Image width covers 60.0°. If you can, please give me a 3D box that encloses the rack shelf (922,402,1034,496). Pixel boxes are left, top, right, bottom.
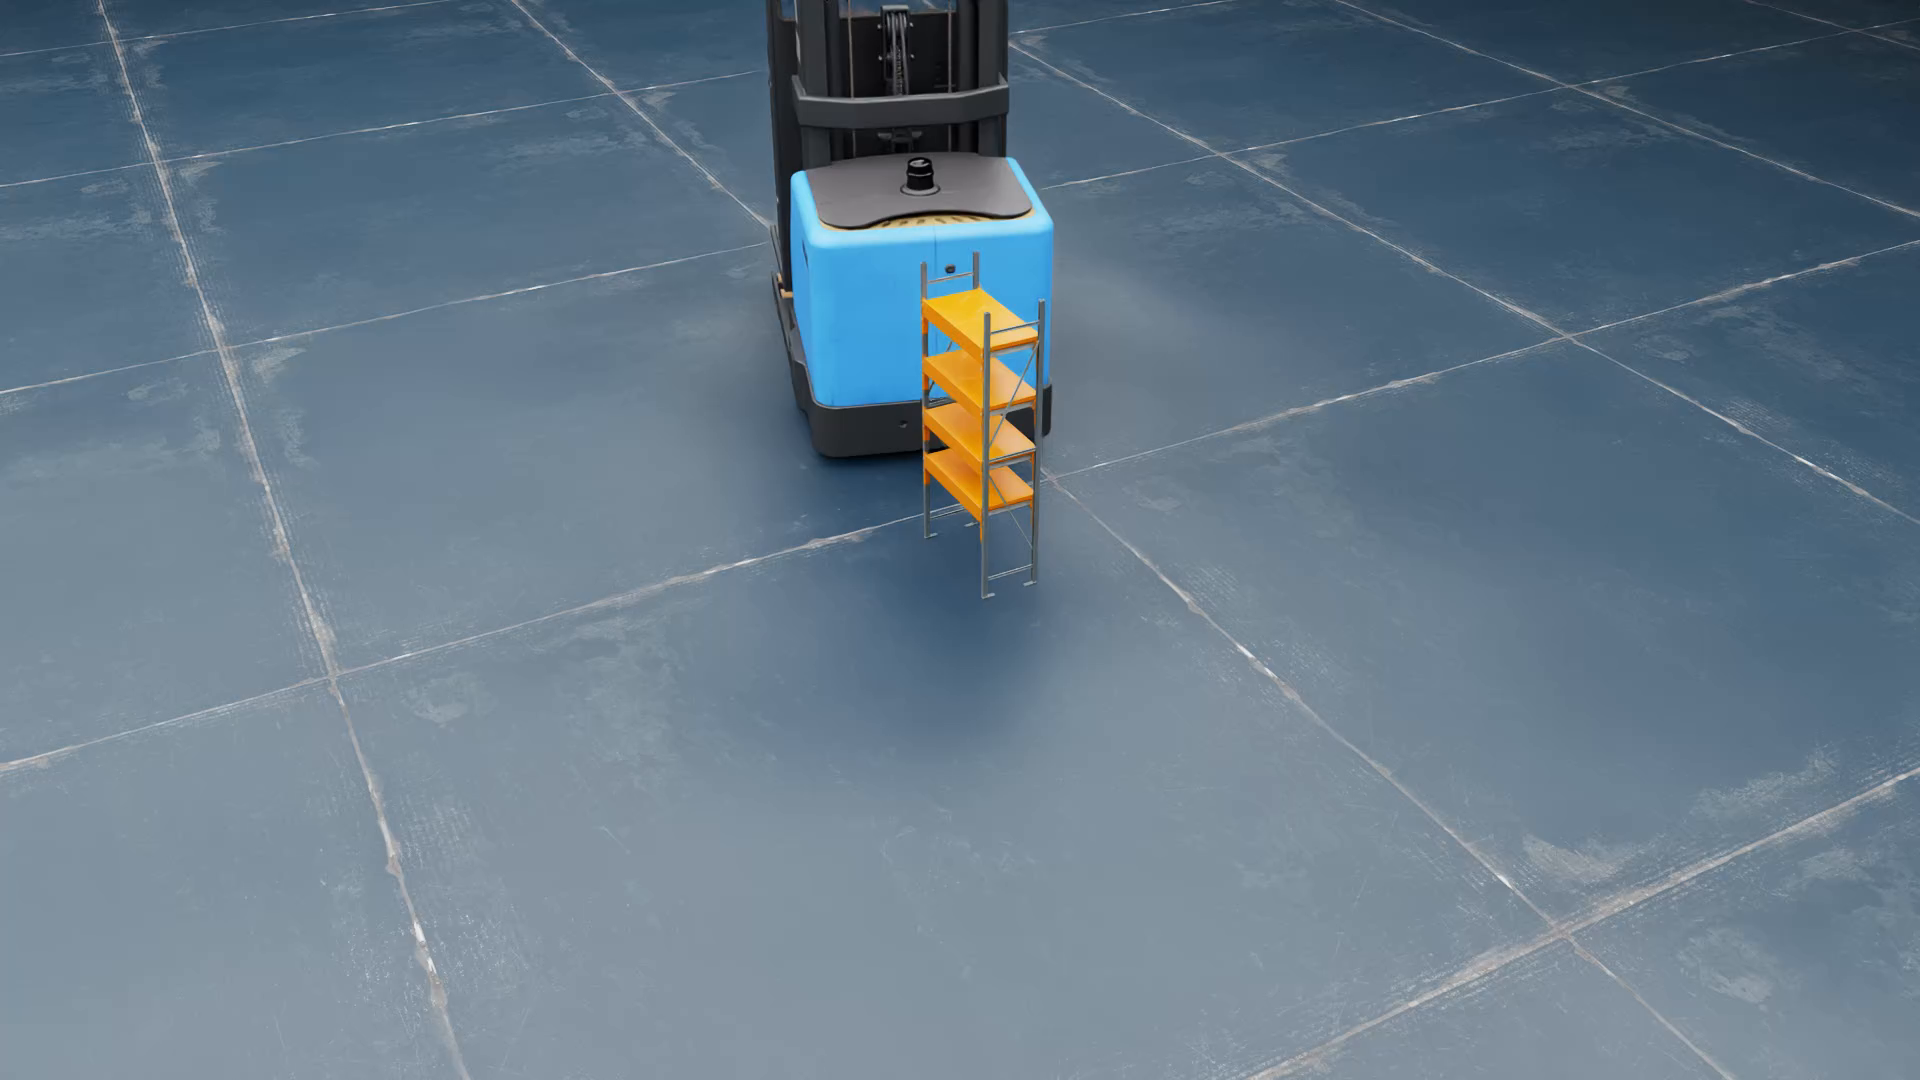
[{"bbox_3d":[0.077,-0.370,6.339,0.258,0.148,0.480,-16,36,-23],"label":"rack shelf"}]

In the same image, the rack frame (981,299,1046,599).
[{"bbox_3d":[0.191,-0.310,6.121,0.240,1.200,0.015,-16,36,-23],"label":"rack frame"}]

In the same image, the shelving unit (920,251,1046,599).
[{"bbox_3d":[0.077,-0.426,6.303,0.258,1.200,0.503,-16,36,-23],"label":"shelving unit"}]

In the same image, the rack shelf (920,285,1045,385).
[{"bbox_3d":[0.077,-0.757,6.091,0.258,0.148,0.480,-16,36,-23],"label":"rack shelf"}]

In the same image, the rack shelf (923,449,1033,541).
[{"bbox_3d":[0.077,-0.202,6.446,0.258,0.148,0.480,-16,36,-23],"label":"rack shelf"}]

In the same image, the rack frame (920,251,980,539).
[{"bbox_3d":[-0.037,-0.543,6.485,0.240,1.200,0.015,-16,36,-23],"label":"rack frame"}]

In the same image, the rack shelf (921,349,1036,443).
[{"bbox_3d":[0.077,-0.558,6.219,0.258,0.148,0.480,-16,36,-23],"label":"rack shelf"}]

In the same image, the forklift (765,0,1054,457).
[{"bbox_3d":[-0.369,-2.375,7.740,1.130,2.935,3.031,-6,33,-9],"label":"forklift"}]
